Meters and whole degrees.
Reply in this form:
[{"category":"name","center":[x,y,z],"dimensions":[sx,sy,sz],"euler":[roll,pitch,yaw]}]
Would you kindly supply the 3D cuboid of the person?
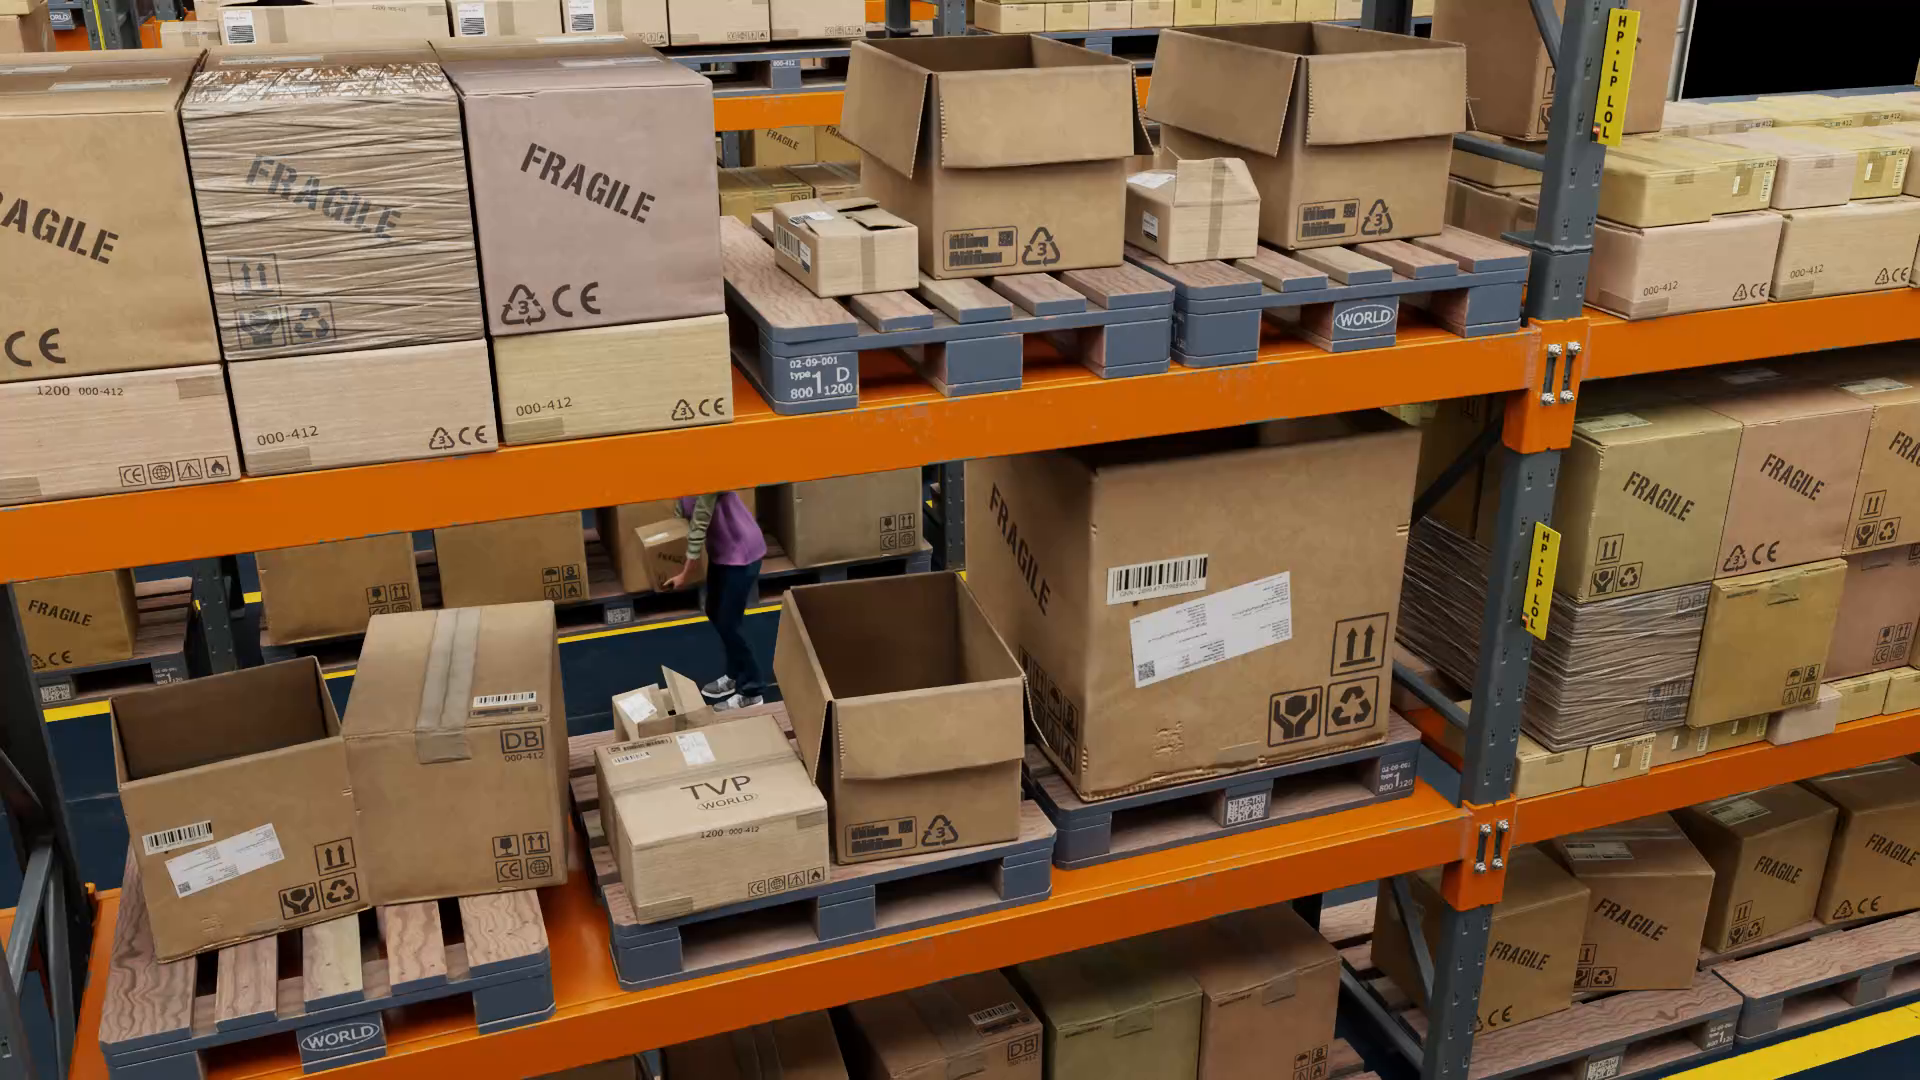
[{"category":"person","center":[-1.202,0.108,8.055],"dimensions":[0.532,1.563,0.372],"euler":[-9,24,-20]}]
